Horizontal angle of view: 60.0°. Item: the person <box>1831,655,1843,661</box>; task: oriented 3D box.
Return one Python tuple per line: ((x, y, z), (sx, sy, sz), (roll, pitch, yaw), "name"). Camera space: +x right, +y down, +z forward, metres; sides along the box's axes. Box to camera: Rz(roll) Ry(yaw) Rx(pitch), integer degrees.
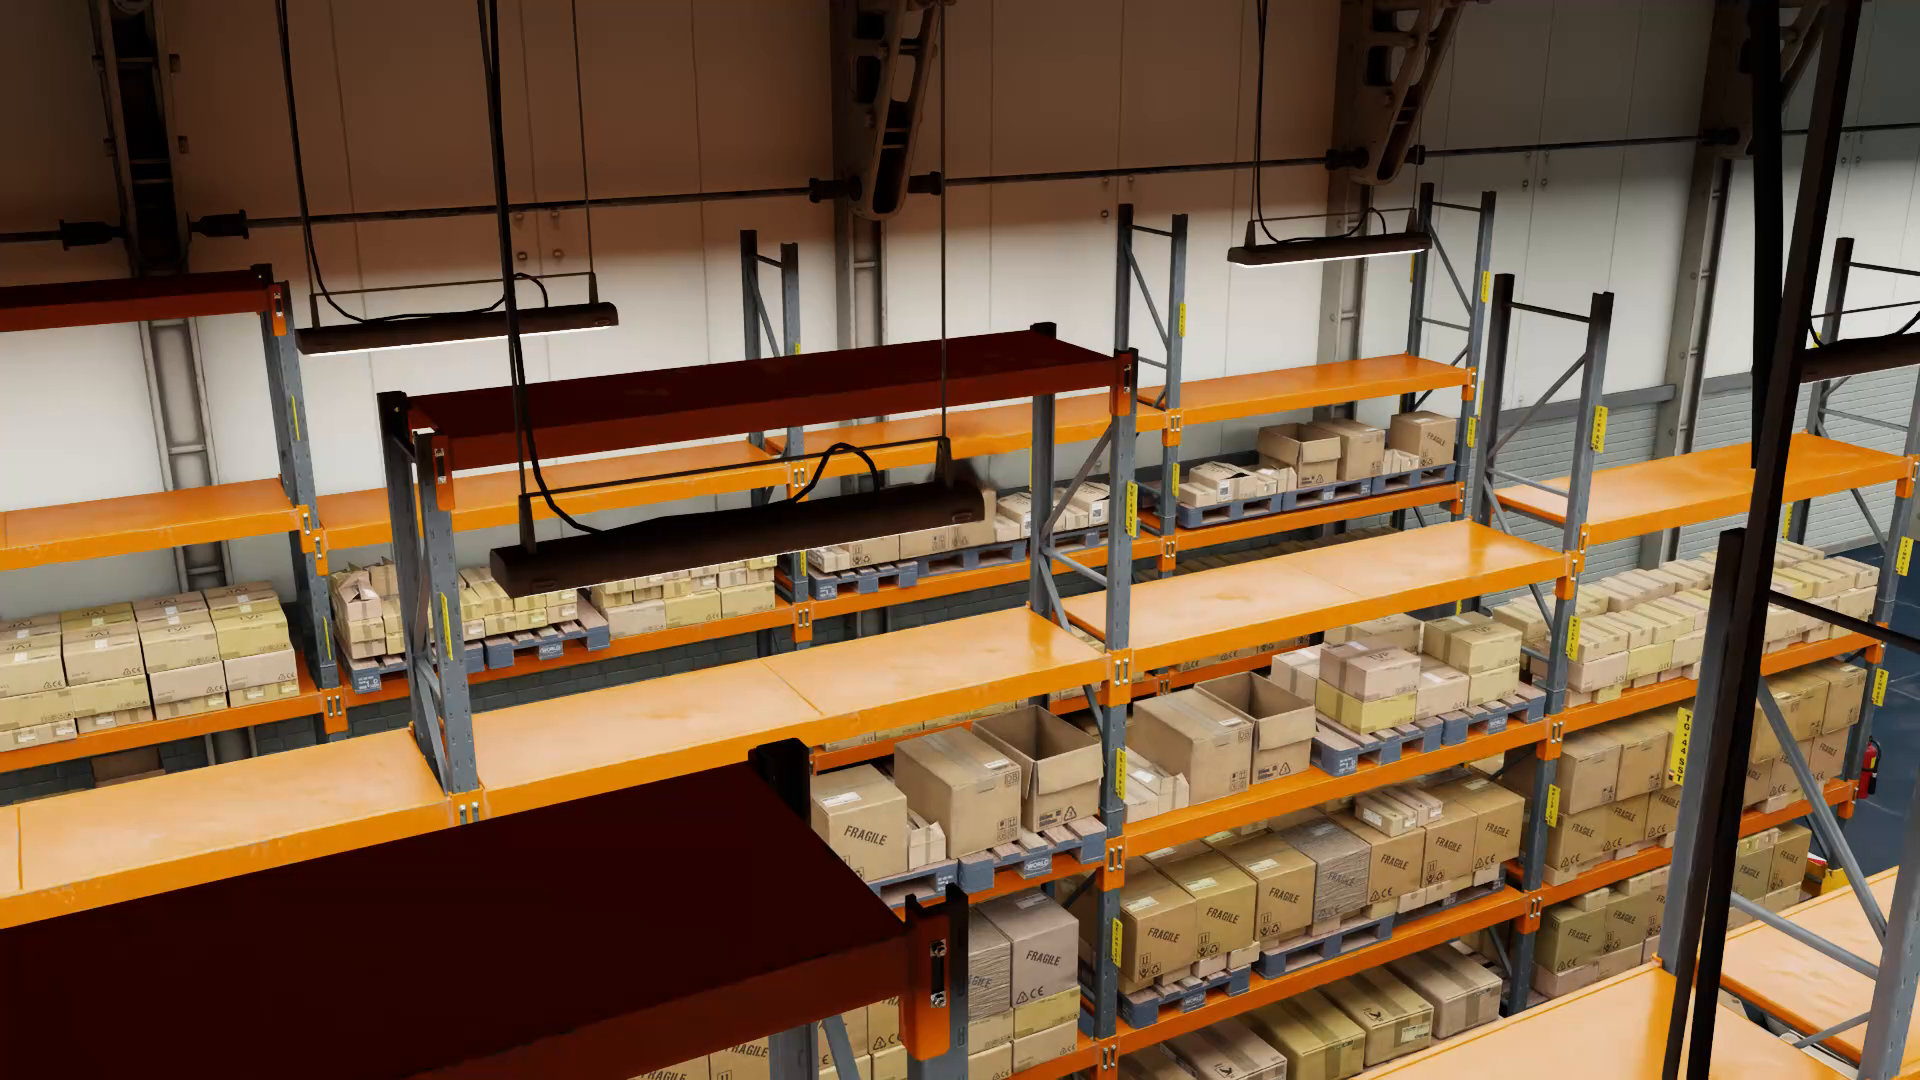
((8.869, 1.740, 17.211), (0.680, 1.698, 0.402), (-8, 20, -24), "person")
